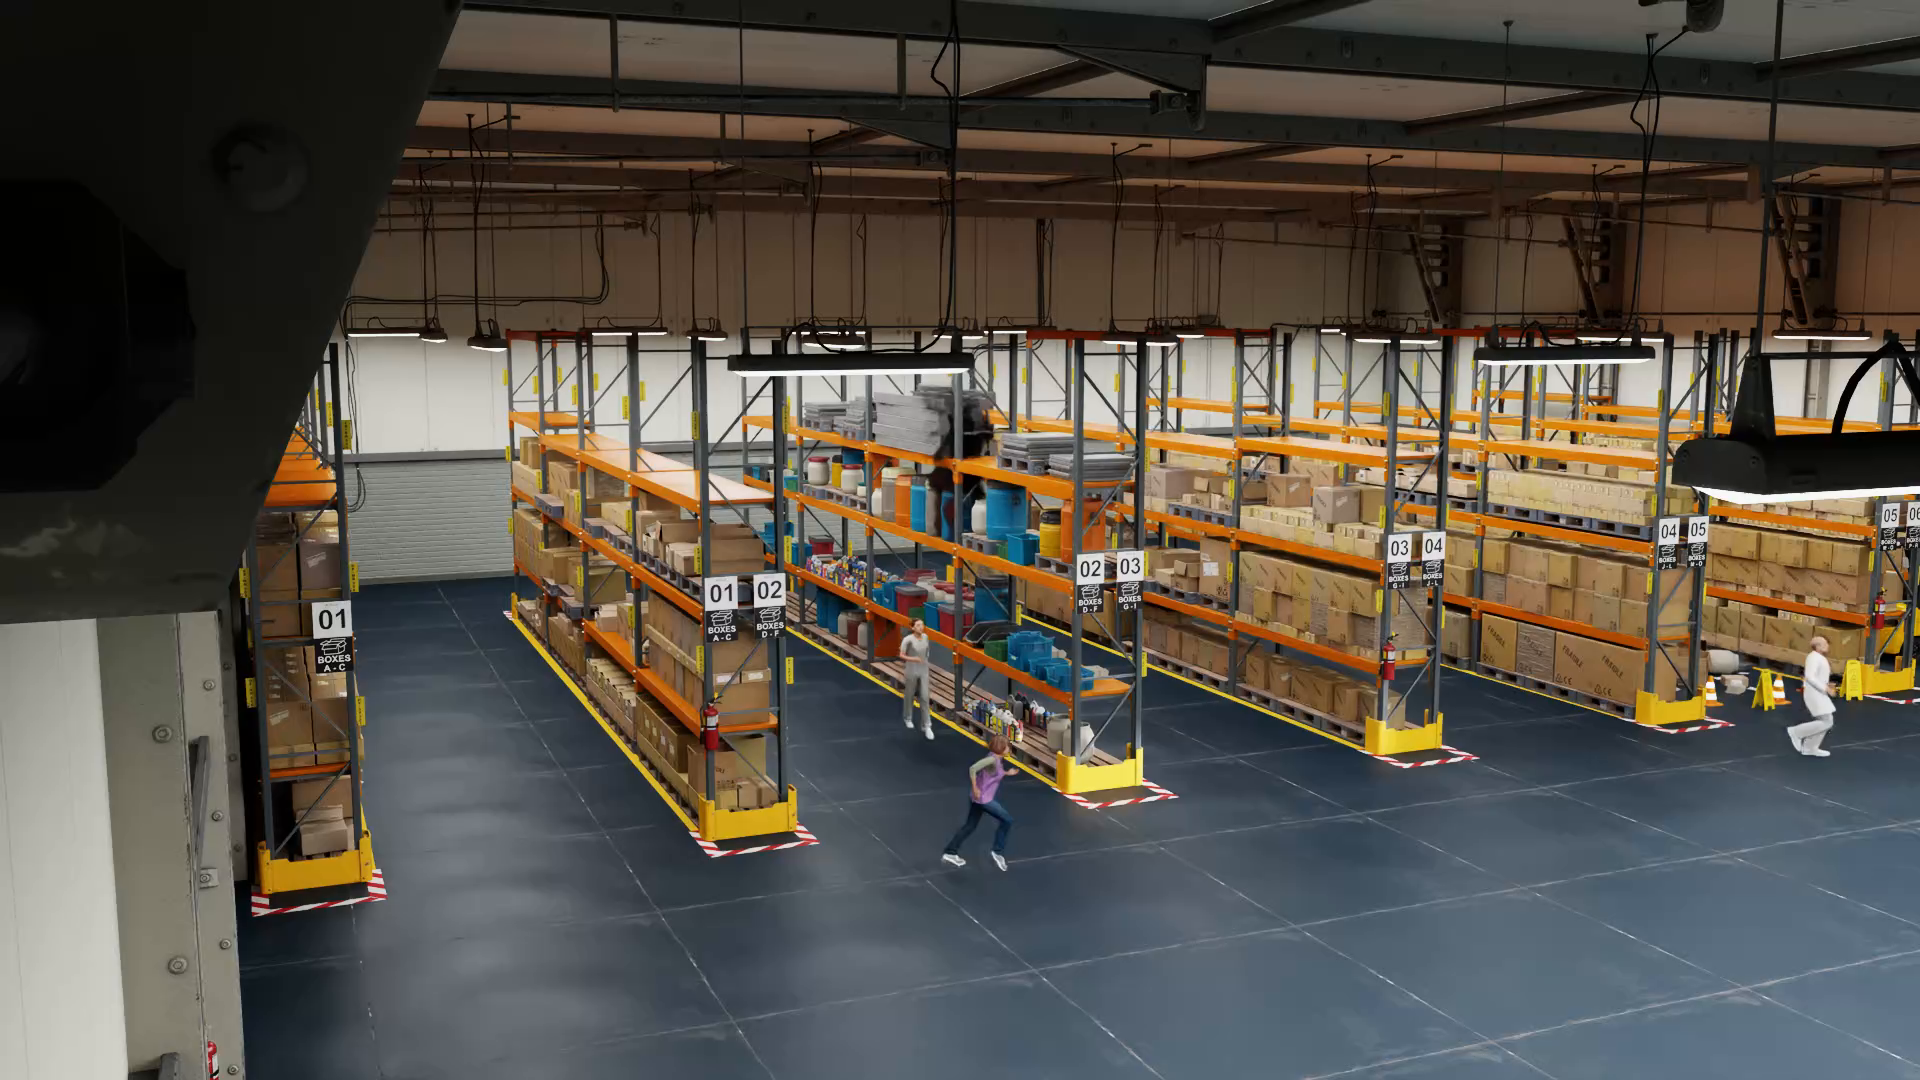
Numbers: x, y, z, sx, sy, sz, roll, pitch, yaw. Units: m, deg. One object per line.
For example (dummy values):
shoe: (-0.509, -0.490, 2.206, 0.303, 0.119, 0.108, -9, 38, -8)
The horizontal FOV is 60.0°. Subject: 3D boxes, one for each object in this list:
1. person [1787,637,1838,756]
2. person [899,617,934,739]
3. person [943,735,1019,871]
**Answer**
person: (12.245, 2.237, 23.843, 0.631, 1.731, 0.695, 4, 9, 25)
person: (-0.638, 1.959, 24.001, 0.552, 1.733, 0.765, -3, 9, -24)
person: (0.237, 2.995, 18.921, 0.869, 1.577, 0.532, -1, 8, -4)
